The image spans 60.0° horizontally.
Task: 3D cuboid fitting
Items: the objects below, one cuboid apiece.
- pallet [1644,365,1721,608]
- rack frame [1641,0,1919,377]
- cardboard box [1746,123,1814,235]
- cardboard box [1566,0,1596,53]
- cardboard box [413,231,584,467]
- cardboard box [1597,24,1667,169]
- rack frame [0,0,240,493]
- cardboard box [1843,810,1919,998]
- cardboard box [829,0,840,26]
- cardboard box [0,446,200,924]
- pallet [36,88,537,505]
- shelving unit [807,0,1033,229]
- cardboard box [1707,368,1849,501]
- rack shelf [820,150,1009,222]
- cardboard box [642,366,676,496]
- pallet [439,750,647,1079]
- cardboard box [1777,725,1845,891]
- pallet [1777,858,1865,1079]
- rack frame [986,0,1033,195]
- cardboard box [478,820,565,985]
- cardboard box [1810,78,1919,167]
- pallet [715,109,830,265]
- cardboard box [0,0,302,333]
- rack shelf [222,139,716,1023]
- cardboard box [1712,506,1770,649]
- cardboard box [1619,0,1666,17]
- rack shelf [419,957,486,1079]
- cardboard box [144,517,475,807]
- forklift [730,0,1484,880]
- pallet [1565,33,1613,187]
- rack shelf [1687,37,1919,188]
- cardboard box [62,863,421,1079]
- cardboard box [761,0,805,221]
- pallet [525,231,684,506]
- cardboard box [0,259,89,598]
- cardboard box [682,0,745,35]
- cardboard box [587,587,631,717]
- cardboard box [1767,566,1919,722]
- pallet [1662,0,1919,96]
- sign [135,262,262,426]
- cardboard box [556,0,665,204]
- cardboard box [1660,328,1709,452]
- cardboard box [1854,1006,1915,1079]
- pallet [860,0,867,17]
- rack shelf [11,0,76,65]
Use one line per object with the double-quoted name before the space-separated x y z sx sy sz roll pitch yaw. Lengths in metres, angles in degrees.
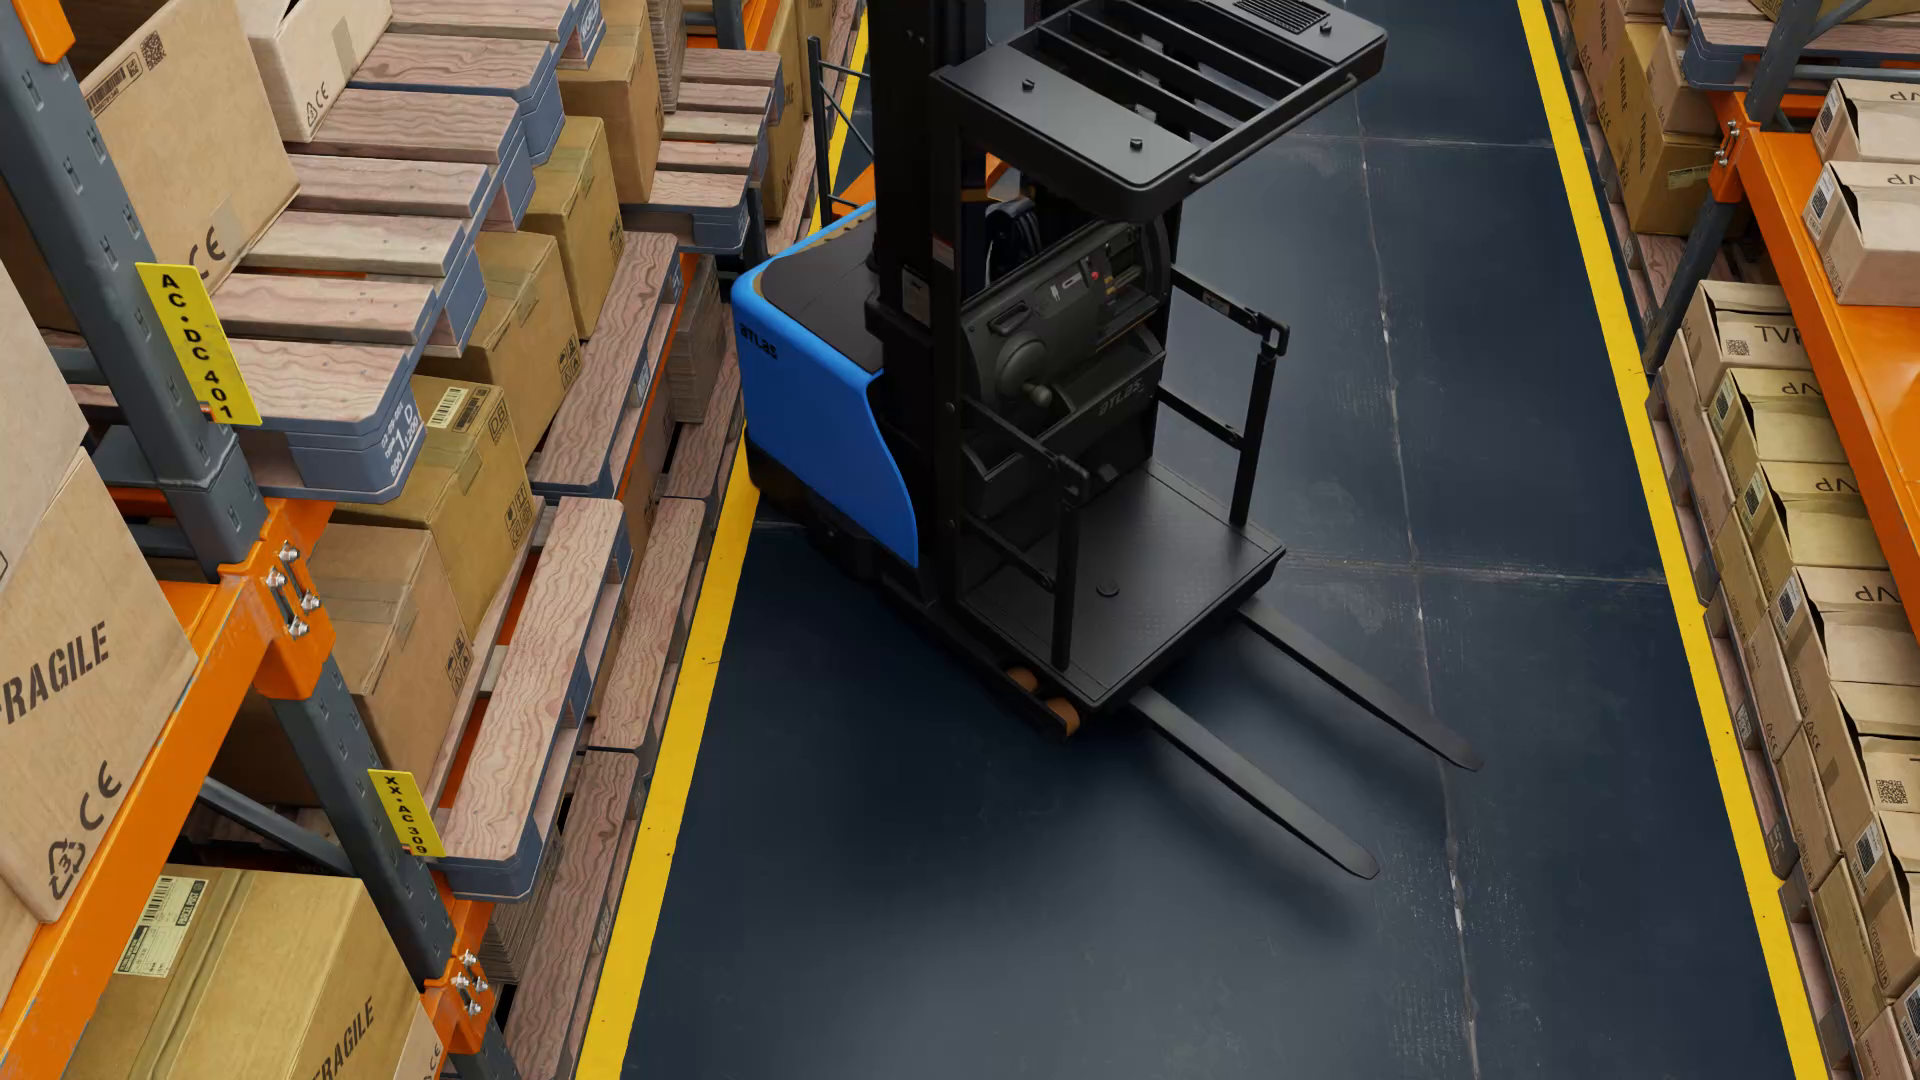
"pallet" 3.449 -0.212 6.801 1.003 0.211 1.213 4 48 4
"rack frame" 3.563 -1.755 6.323 1.000 3.000 0.127 4 48 4
"cardboard box" 3.931 -1.760 7.723 0.500 0.500 0.500 2 48 2
"cardboard box" 3.550 -2.901 8.766 0.500 0.500 0.500 4 48 4
"cardboard box" -1.567 -0.596 4.897 0.700 0.500 0.500 10 48 9
"cardboard box" 3.462 -2.143 8.073 0.500 0.500 0.500 2 48 2
"rack frame" -1.735 -1.171 1.723 1.000 3.000 0.127 4 48 4
"cardboard box" 2.991 1.082 4.927 0.500 0.311 0.500 5 48 5
"cardboard box" -1.014 -3.301 8.909 0.750 0.750 0.750 5 48 5
"cardboard box" -1.535 0.191 2.429 0.500 0.500 0.500 5 48 5
"pallet" -1.572 -0.542 3.307 1.213 0.211 1.003 4 48 4
"shelving unit" -0.131 -1.721 7.307 0.587 1.500 1.083 21 51 18
"cardboard box" 3.183 -0.406 6.288 0.500 0.311 0.500 3 48 3
"rack shelf" -0.135 -1.593 7.435 0.538 0.185 1.000 21 51 18
"cardboard box" -1.547 -0.487 6.559 0.700 0.500 0.500 4 48 3
"pallet" -1.665 1.223 5.489 1.003 0.211 1.213 4 48 4
"cardboard box" 3.042 0.899 5.474 0.500 0.250 0.500 5 48 4
"pallet" 3.227 1.581 5.161 1.003 0.211 1.213 4 48 4
"rack frame" 0.102 -2.047 7.606 0.500 1.500 0.032 21 51 18
"cardboard box" -1.684 1.007 5.192 0.700 0.500 0.500 5 48 5
"cardboard box" 3.487 -1.461 6.114 0.500 0.311 0.500 7 48 6
"pallet" -1.223 -1.719 8.179 1.003 0.211 1.213 4 48 4
"cardboard box" -1.605 -0.730 3.000 0.500 0.500 0.500 10 48 9
"rack shelf" -1.553 -0.373 5.546 1.077 0.370 4.000 4 48 4
"cardboard box" 3.137 0.148 6.161 0.500 0.250 0.500 3 48 2
"cardboard box" 3.505 -2.810 8.175 0.500 0.250 0.500 3 48 3
"rack shelf" -1.917 2.566 2.858 1.077 0.370 4.000 4 48 4
"cardboard box" -1.654 0.300 4.077 0.700 0.500 0.500 4 48 4
"forklift" 0.516 -0.696 5.401 1.130 2.935 3.031 -36 57 -28
"pallet" 3.783 -2.254 8.669 1.003 0.211 1.213 4 48 4
"rack shelf" 3.745 -2.982 7.932 1.077 0.370 4.000 4 48 4
"cardboard box" -1.470 1.013 3.371 0.500 0.500 0.500 4 48 3
"cardboard box" -1.173 -2.033 7.749 0.750 0.750 0.750 3 48 3
"pallet" -1.510 -0.563 5.363 1.003 0.211 1.213 4 48 4
"cardboard box" -1.510 -0.150 2.063 0.500 0.500 0.500 0 48 0
"cardboard box" -1.110 -2.234 6.917 0.380 0.149 0.250 3 48 3
"cardboard box" -1.600 0.252 5.883 0.700 0.500 0.500 4 48 4
"cardboard box" 3.088 0.346 5.600 0.500 0.311 0.500 3 48 3
"pallet" 3.555 -2.193 6.853 1.213 0.211 1.003 4 48 4
"sign" -1.194 -0.302 2.610 0.100 0.325 0.005 4 48 4
"cardboard box" -1.427 -1.509 5.732 0.700 0.500 0.500 0 48 0
"cardboard box" 3.223 -0.604 6.848 0.500 0.250 0.500 4 48 3
"cardboard box" 2.948 1.646 4.790 0.500 0.250 0.500 3 48 3
"pallet" -1.001 -3.512 9.819 1.003 0.211 1.213 4 48 4
"rack shelf" -1.553 -2.263 3.480 1.077 0.370 4.000 4 48 4
